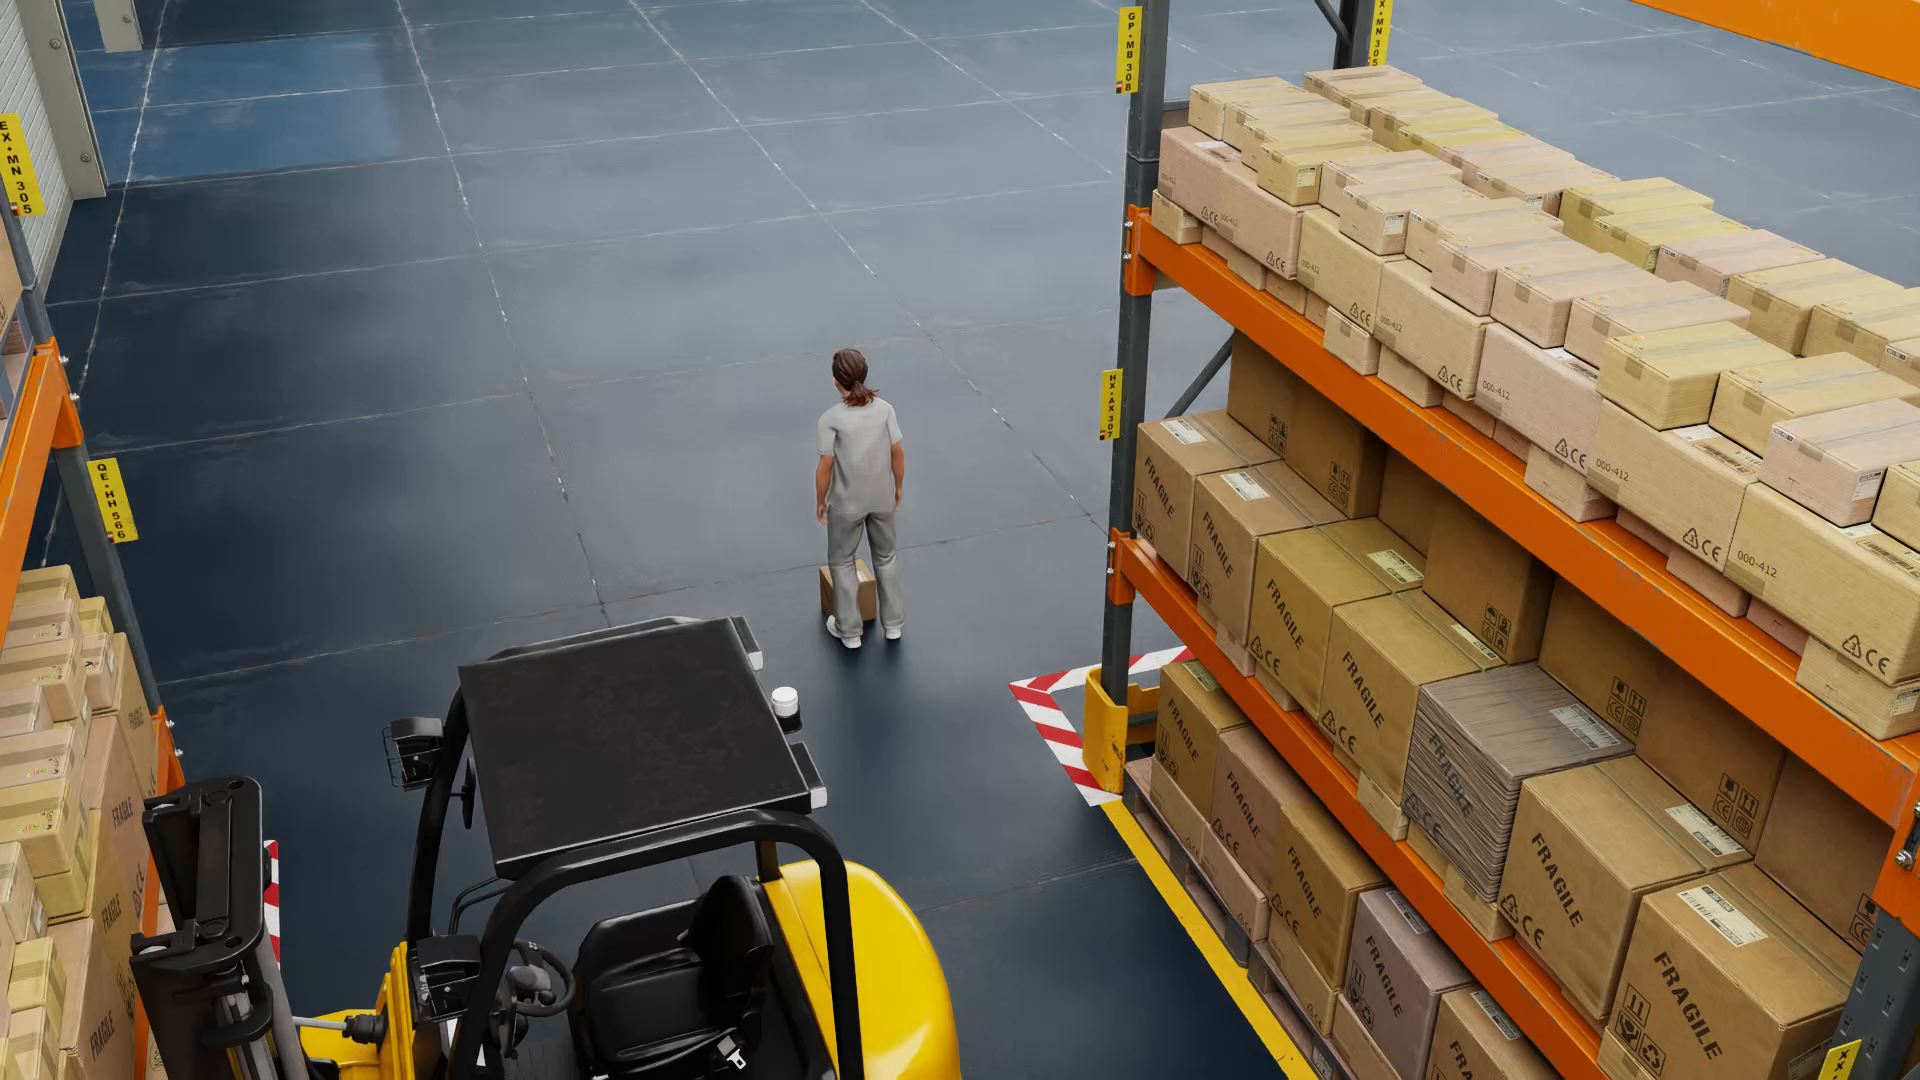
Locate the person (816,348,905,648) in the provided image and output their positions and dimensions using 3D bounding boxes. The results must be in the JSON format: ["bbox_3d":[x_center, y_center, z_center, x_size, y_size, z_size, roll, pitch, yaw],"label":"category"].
[{"bbox_3d":[-0.522,-0.208,8.702,0.488,1.672,0.359,-12,32,-19],"label":"person"}]
